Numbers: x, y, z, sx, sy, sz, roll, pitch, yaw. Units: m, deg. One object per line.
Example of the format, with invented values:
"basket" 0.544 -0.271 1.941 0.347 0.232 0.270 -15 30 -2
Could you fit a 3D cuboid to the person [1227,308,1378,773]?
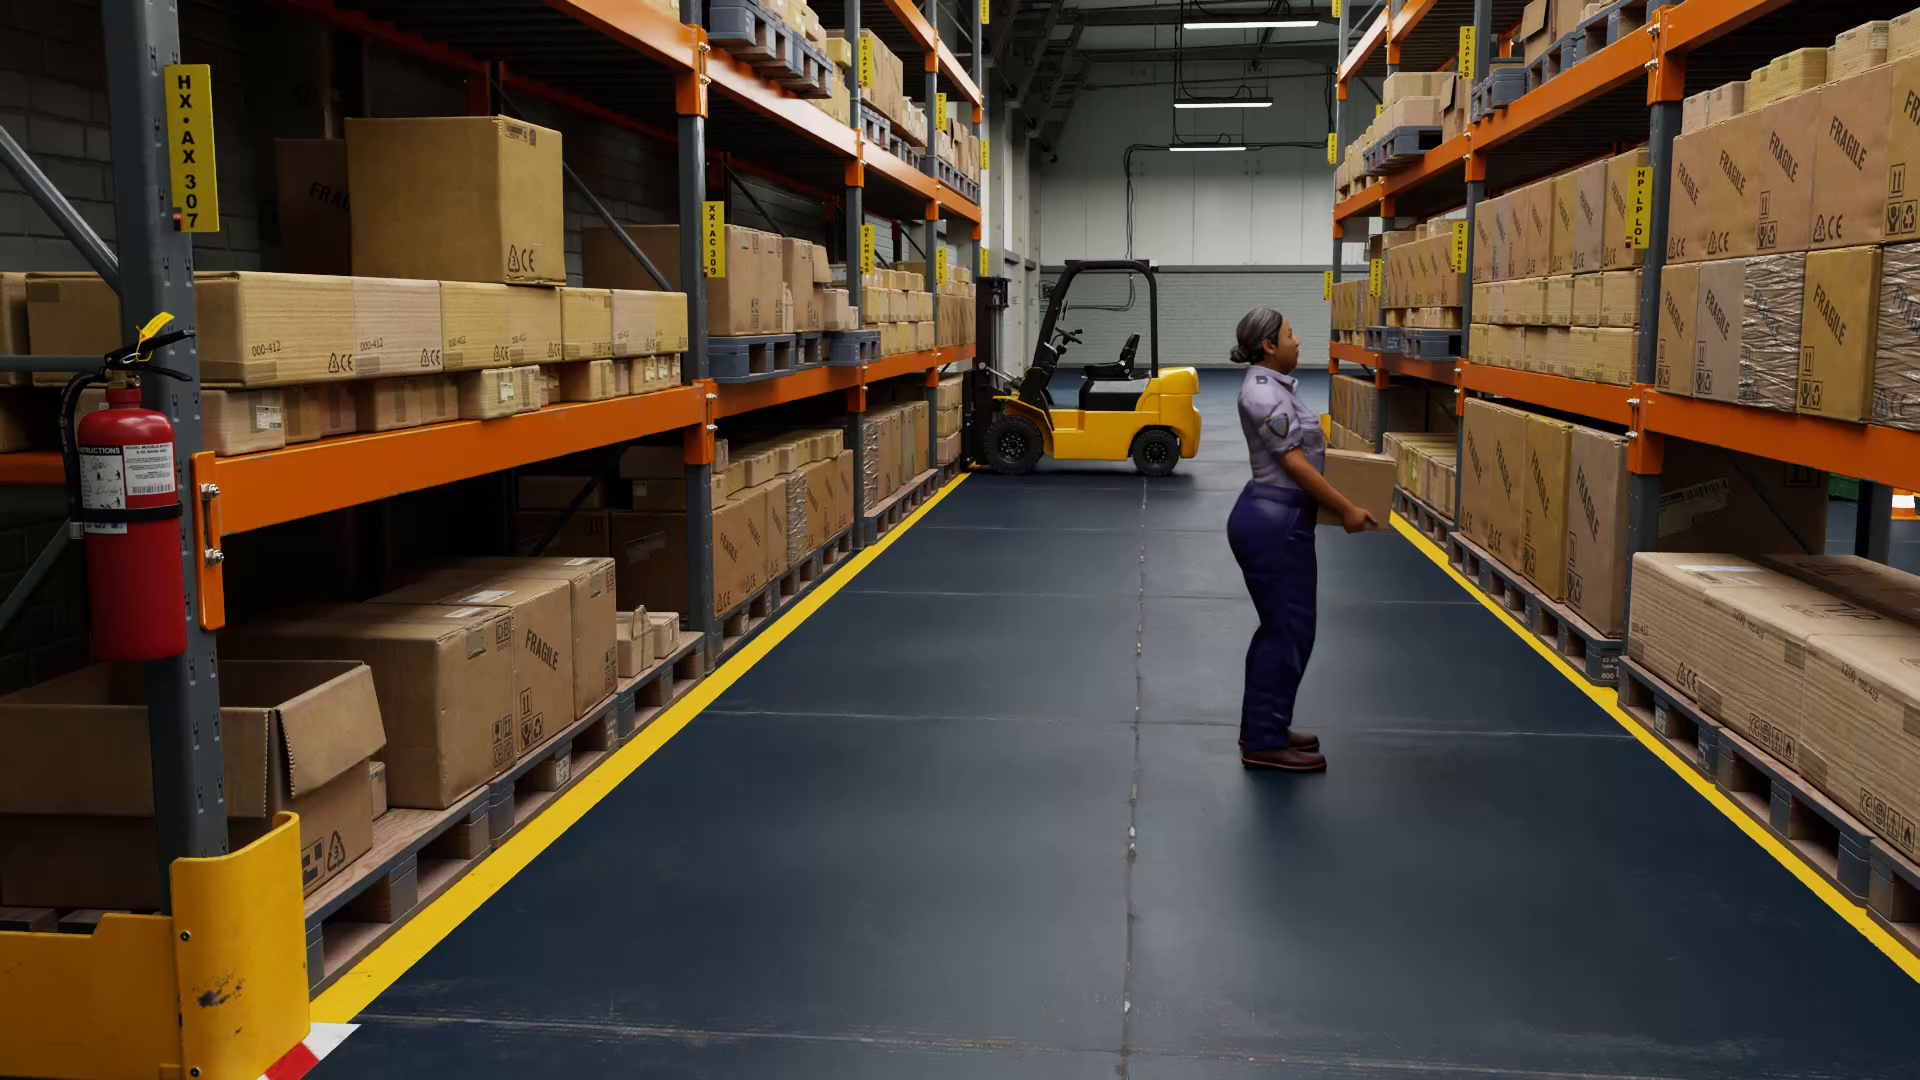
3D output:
"person" 1.220 -0.012 5.985 0.517 1.634 0.452 1 8 7
